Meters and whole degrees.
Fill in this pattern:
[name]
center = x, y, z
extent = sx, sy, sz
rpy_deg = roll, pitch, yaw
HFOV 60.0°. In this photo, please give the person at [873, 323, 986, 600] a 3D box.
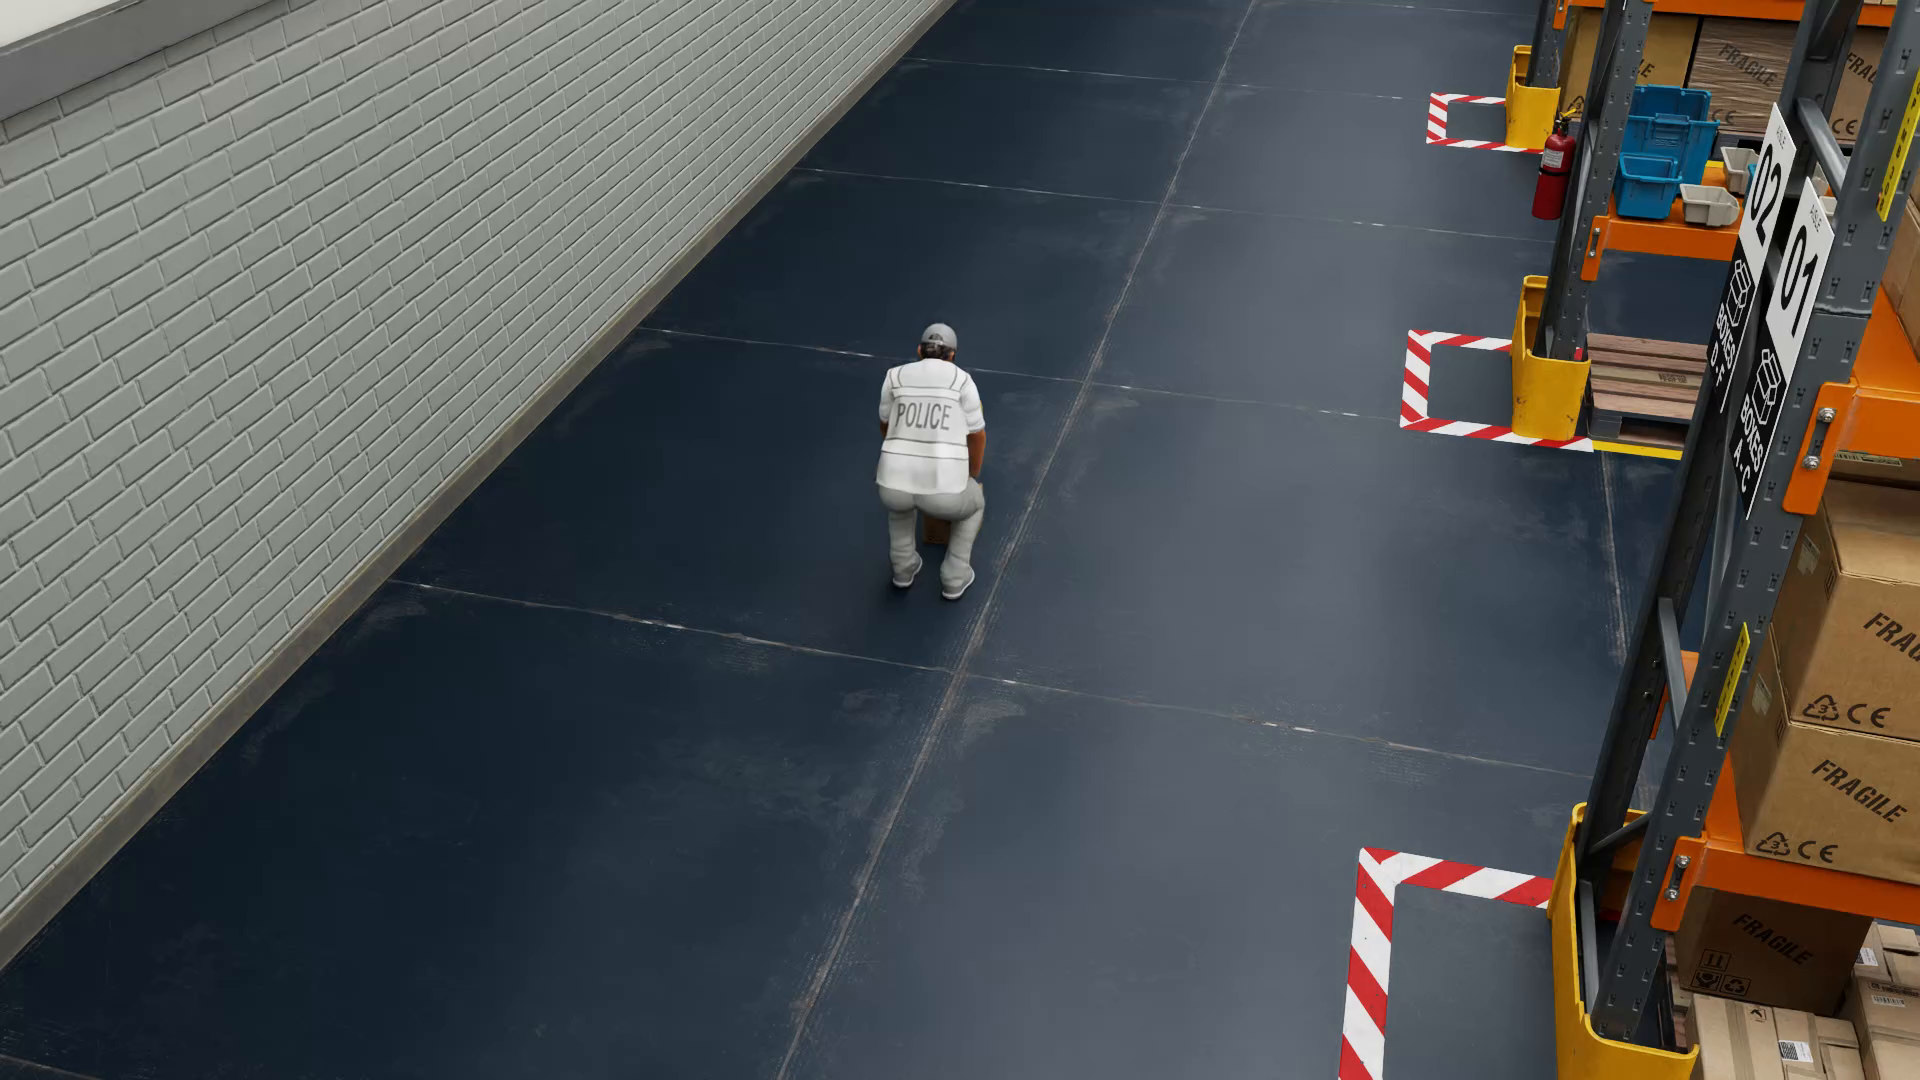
[person]
center = -0.162, -0.354, 8.057
extent = 0.538, 1.265, 0.785
rpy_deg = 8, 34, 12
